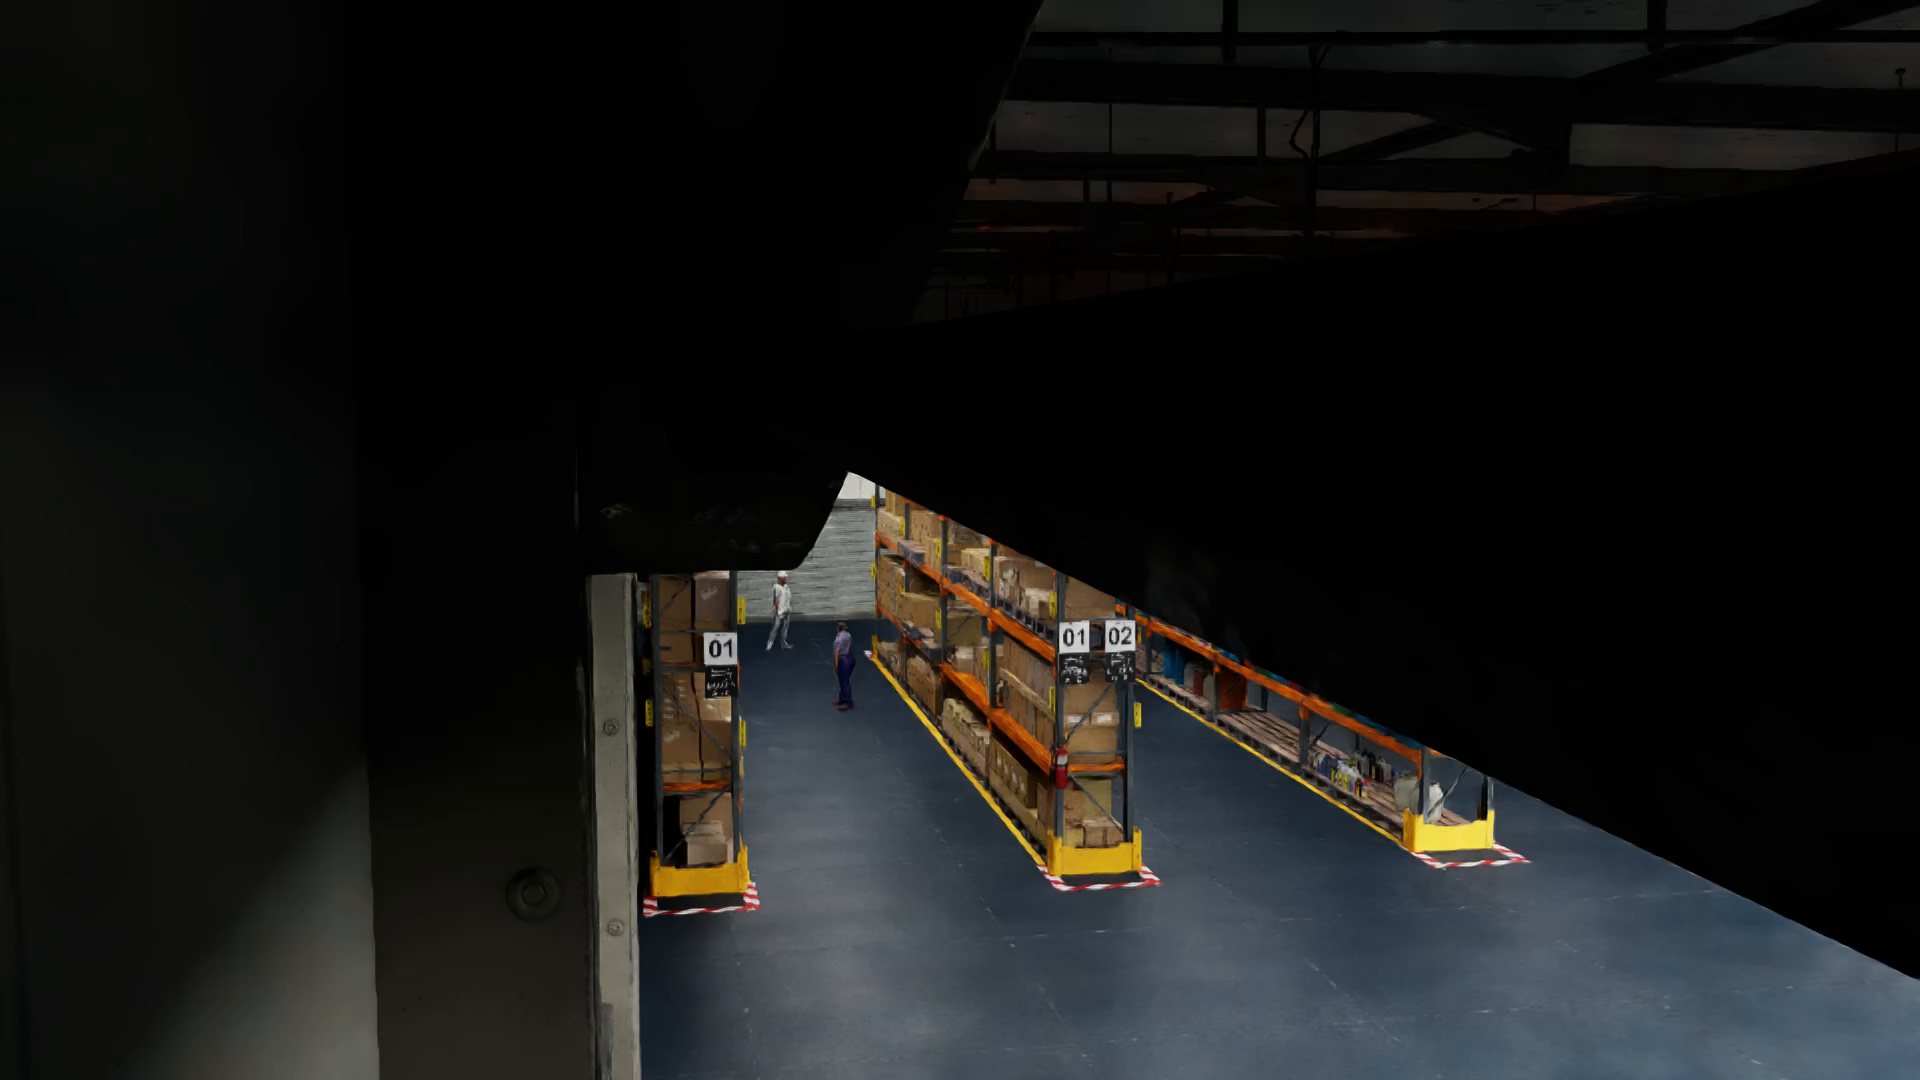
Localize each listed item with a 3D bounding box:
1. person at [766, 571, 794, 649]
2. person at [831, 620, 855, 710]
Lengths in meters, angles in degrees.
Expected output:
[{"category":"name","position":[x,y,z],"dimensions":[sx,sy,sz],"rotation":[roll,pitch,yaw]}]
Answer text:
[{"category":"person","position":[-4.105,1.592,37.611],"dimensions":[0.477,1.778,0.704],"rotation":[3,7,27]},{"category":"person","position":[-2.209,2.313,31.089],"dimensions":[0.556,1.643,0.598],"rotation":[2,6,20]}]
